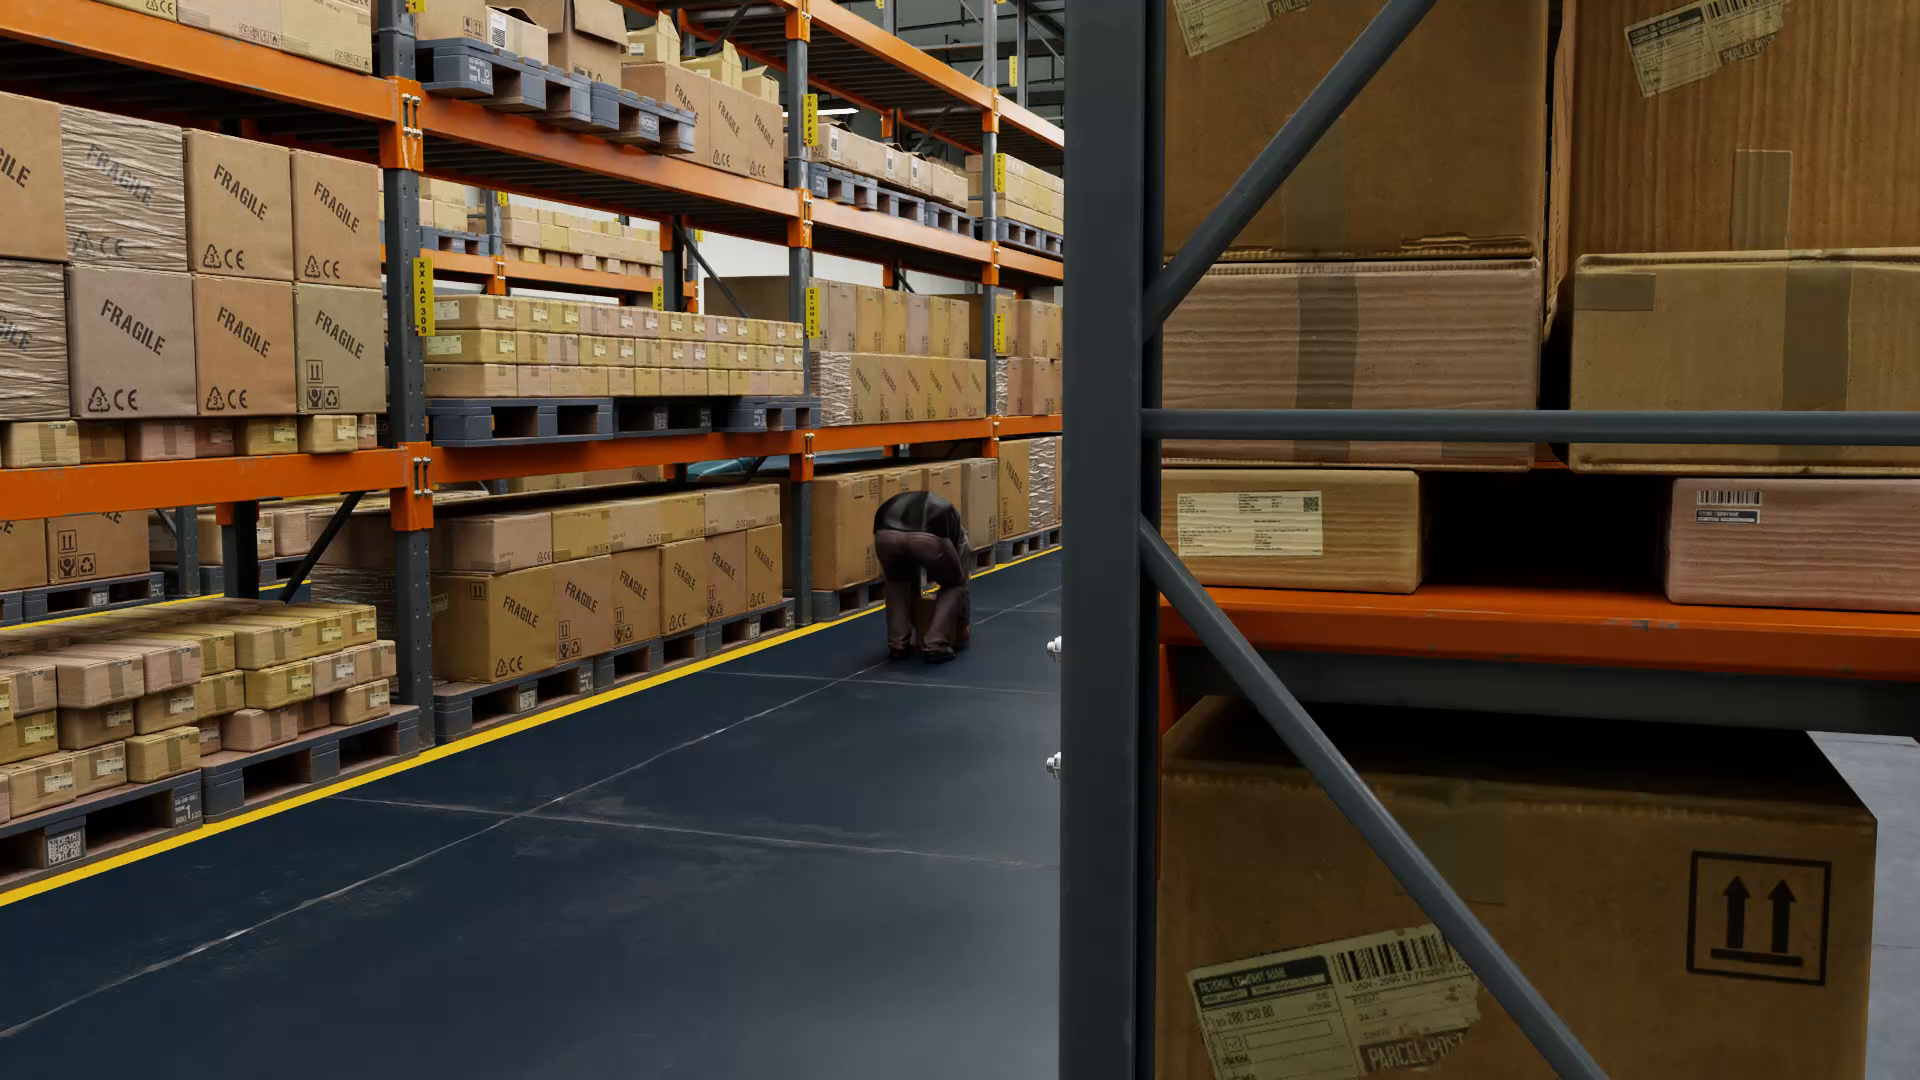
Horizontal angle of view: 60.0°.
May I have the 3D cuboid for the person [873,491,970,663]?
[{"bbox_3d":[-0.196,0.188,9.691,0.497,0.973,0.944,1,5,16],"label":"person"}]
